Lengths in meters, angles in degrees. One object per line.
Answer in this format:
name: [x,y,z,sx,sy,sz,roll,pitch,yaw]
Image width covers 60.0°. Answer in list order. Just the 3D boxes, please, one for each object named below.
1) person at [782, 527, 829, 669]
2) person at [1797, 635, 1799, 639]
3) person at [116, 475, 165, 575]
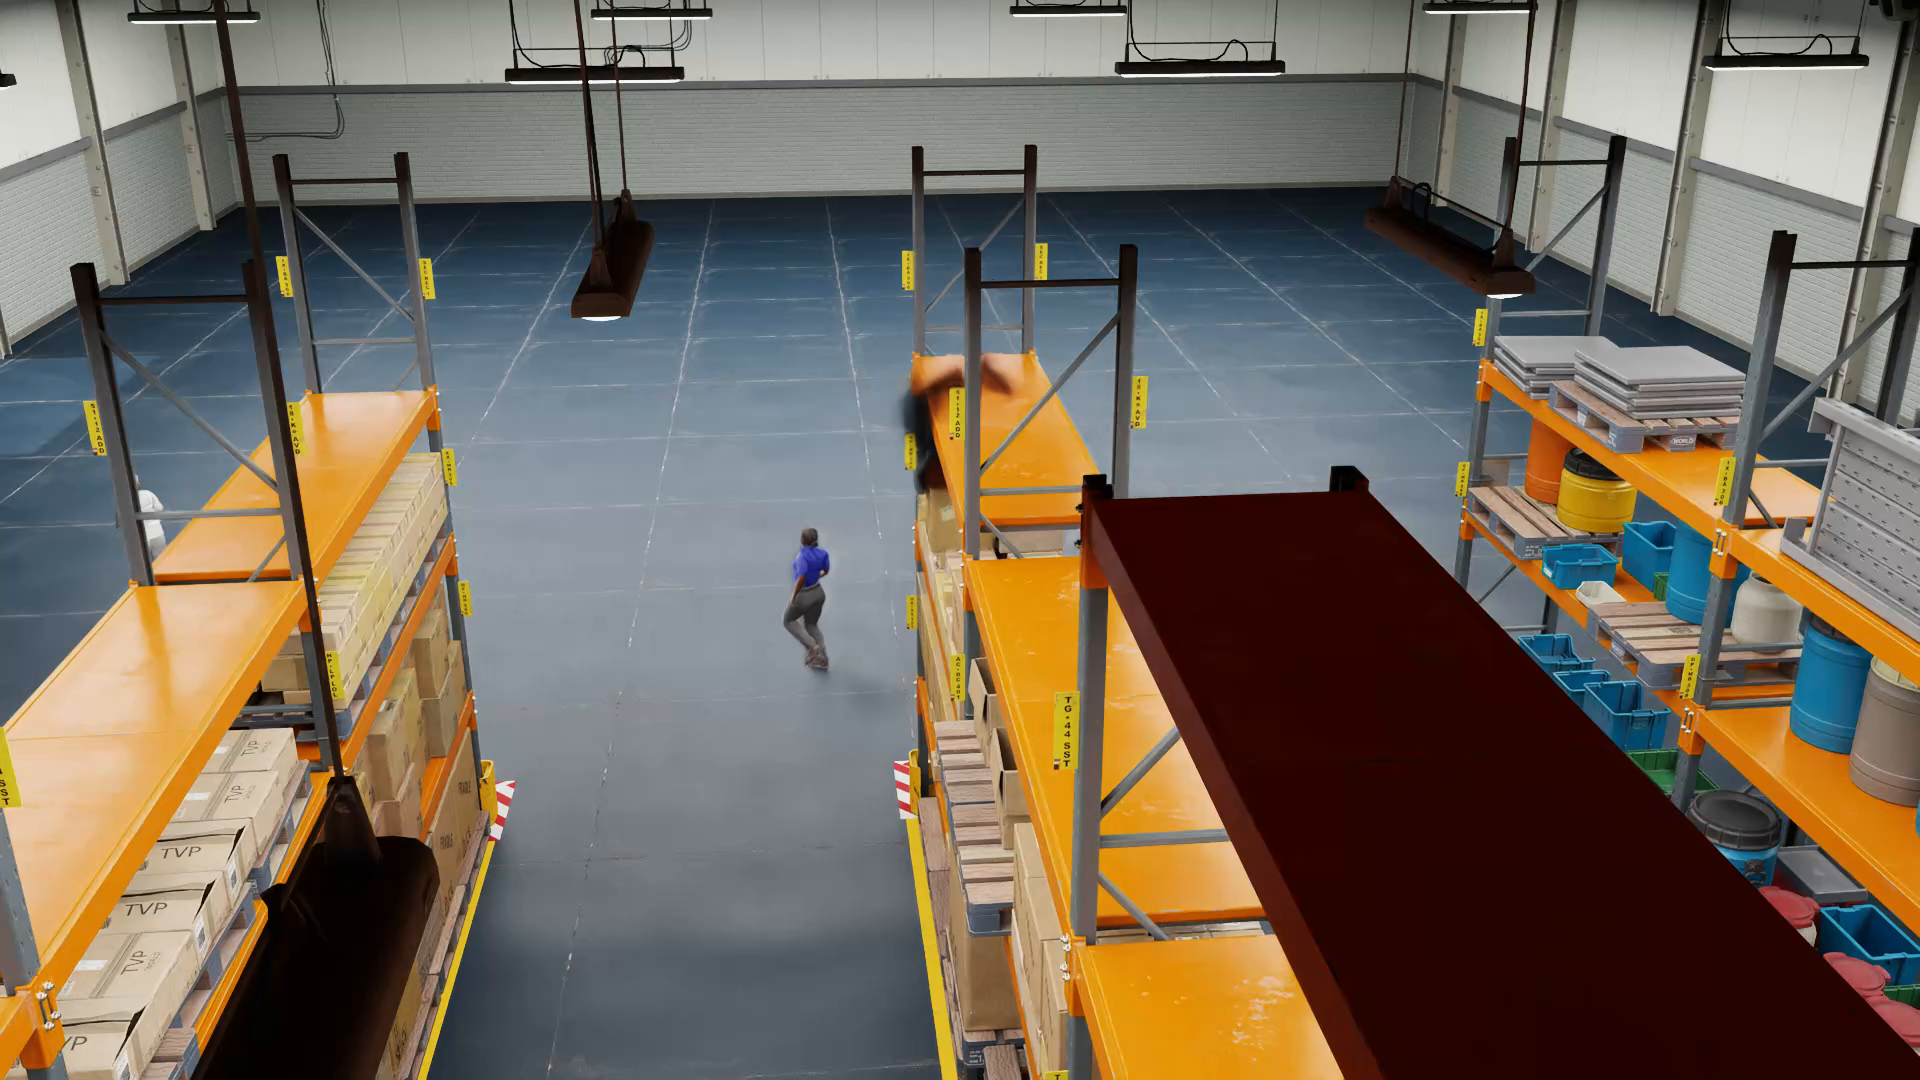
person: [-1.662,0.611,17.913,0.542,1.616,0.581,18,28,37]
person: [8.756,0.546,17.924,0.679,1.757,0.697,11,24,26]
person: [-9.461,0.058,19.331,0.909,1.716,0.619,18,28,38]
